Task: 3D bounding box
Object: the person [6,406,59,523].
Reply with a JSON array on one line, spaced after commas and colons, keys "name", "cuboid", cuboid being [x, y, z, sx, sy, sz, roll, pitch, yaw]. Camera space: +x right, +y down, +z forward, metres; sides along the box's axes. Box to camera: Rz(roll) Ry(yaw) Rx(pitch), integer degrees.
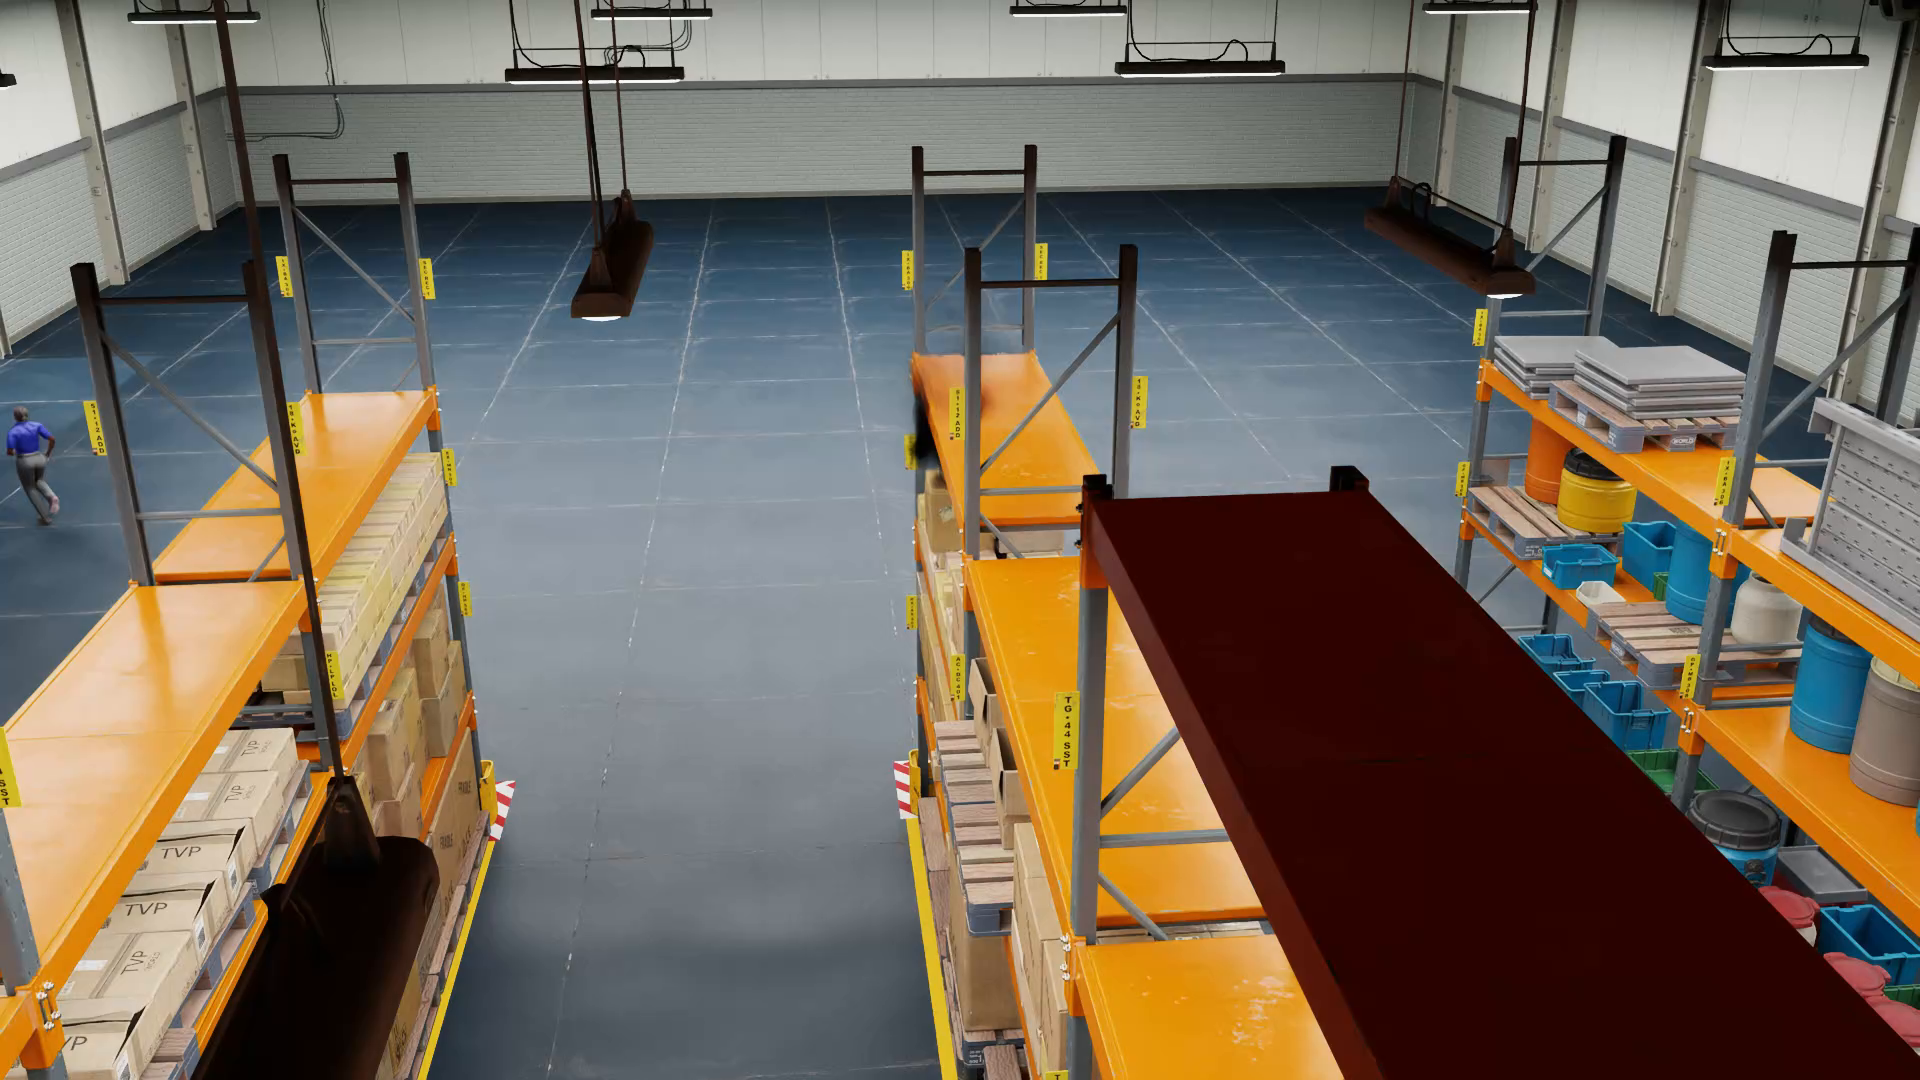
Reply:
[{"name": "person", "cuboid": [-12.323, -1.022, 22.041, 0.549, 1.614, 0.567, 15, 26, 33]}]
